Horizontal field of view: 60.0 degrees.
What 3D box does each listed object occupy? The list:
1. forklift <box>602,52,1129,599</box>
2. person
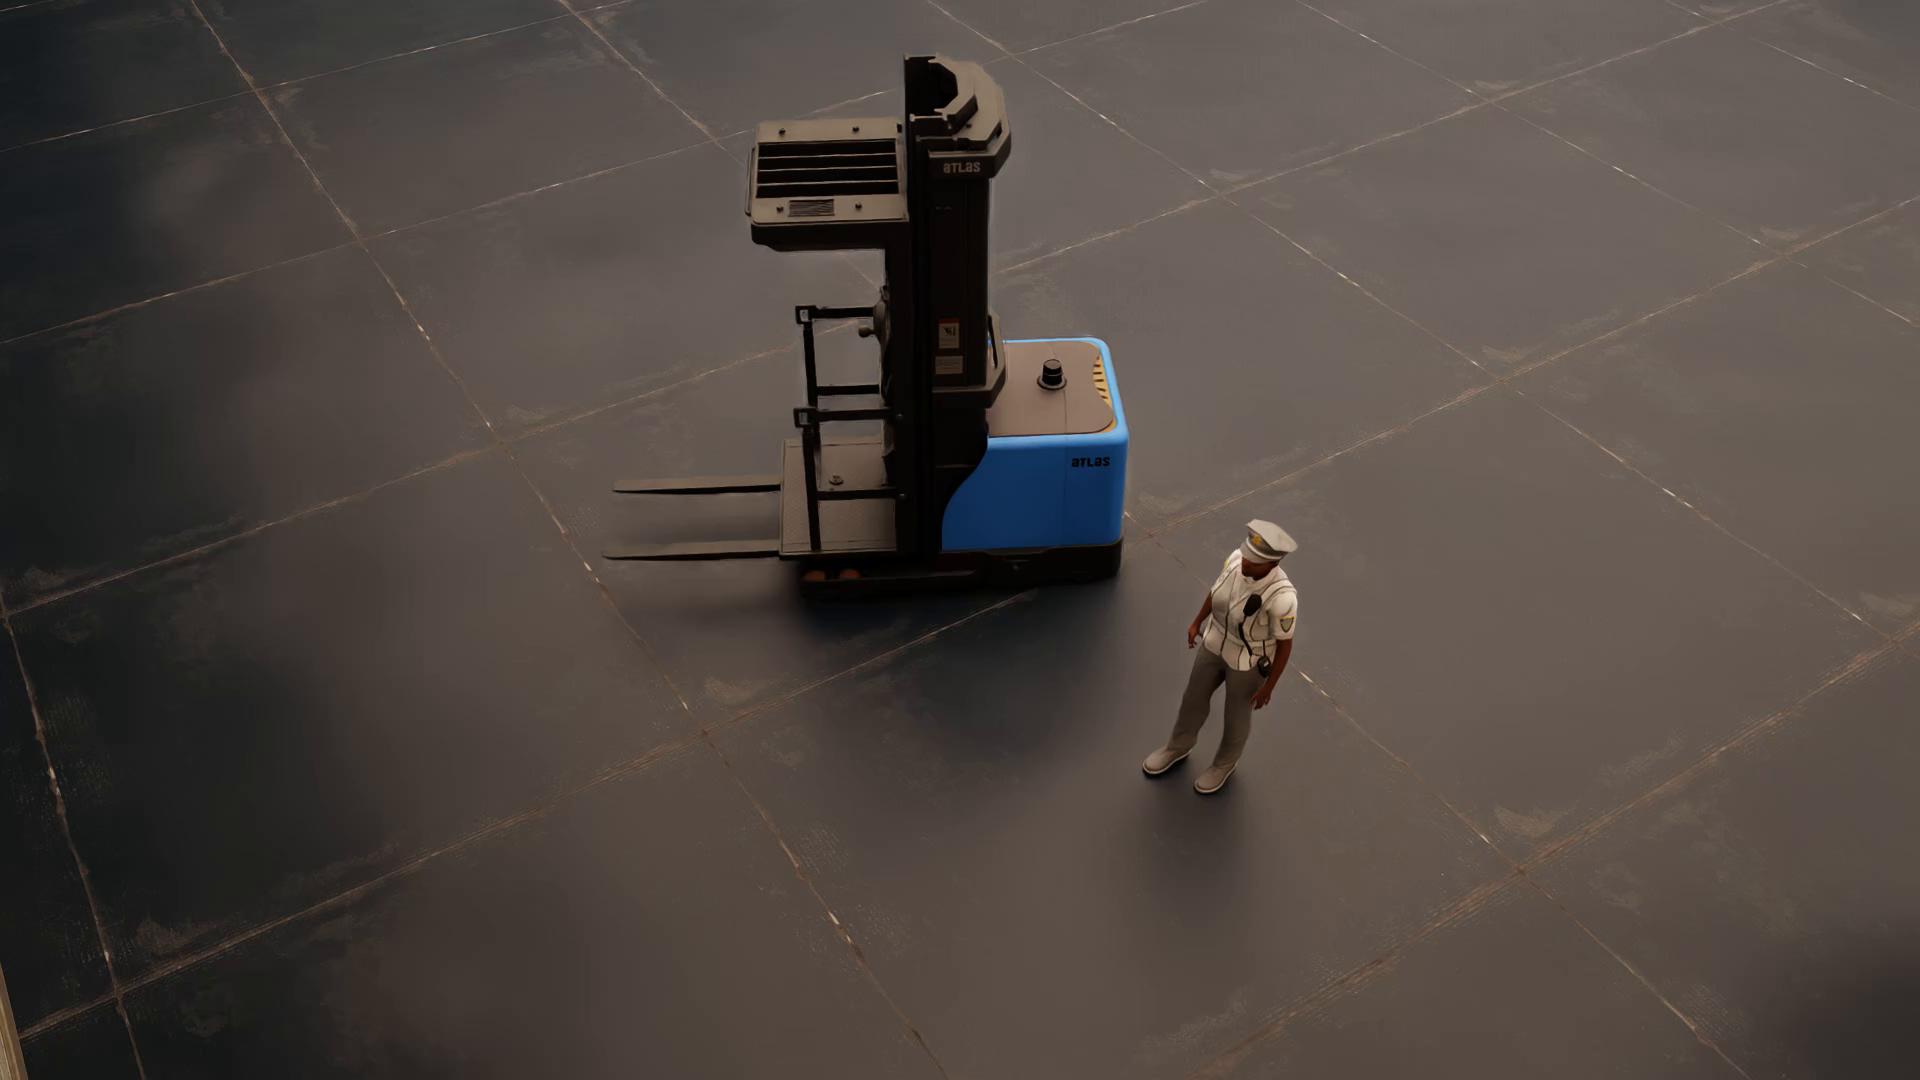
[{"bbox_3d":[-0.590,-1.123,9.156,3.031,2.935,1.130,-2,41,-3],"label":"forklift"},{"bbox_3d":[1.300,0.591,8.133,0.523,1.697,0.568,-26,48,-27],"label":"person"}]
